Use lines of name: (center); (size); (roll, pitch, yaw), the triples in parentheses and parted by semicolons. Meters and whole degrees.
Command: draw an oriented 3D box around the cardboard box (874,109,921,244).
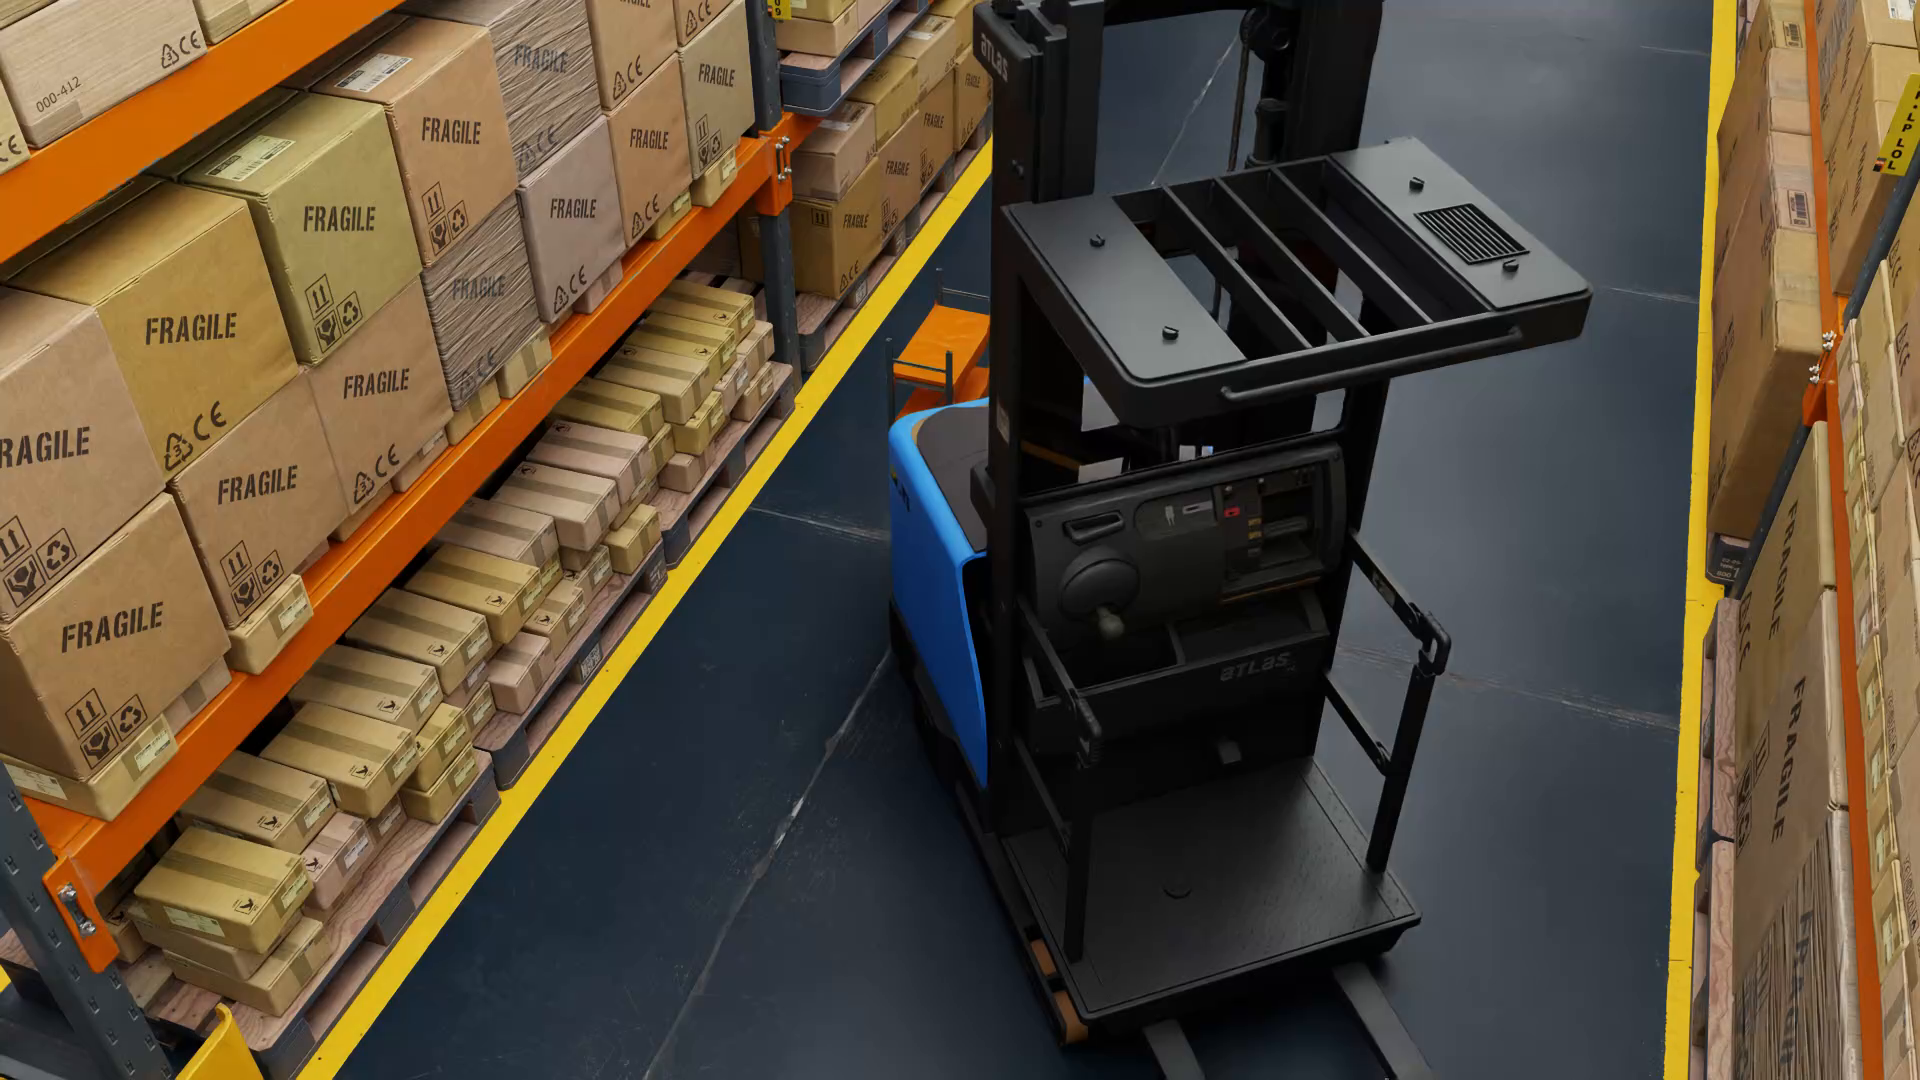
cardboard box: (-0.524, -1.832, 8.188); (0.500, 0.500, 0.500); (15, 43, 17)

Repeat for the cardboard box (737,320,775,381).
cardboard box: (-1.014, -0.834, 7.060); (0.380, 0.149, 0.250); (14, 42, 16)

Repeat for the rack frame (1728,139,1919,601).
rack frame: (3.421, -0.745, 5.313); (1.000, 3.000, 0.127); (13, 42, 15)

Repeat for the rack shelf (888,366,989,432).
rack shelf: (-0.057, -0.474, 6.141); (0.258, 0.148, 0.480); (13, 42, 15)

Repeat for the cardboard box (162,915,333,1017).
cardboard box: (-2.093, 1.208, 4.896); (0.380, 0.149, 0.250); (14, 42, 16)

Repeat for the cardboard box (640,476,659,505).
cardboard box: (-1.421, -0.219, 6.569); (0.380, 0.149, 0.250); (12, 42, 14)

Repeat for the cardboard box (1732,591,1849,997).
cardboard box: (2.812, 0.837, 4.772); (0.875, 0.875, 0.875); (13, 42, 15)

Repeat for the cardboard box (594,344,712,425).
cardboard box: (-1.211, -0.617, 6.576); (0.380, 0.149, 0.250); (13, 42, 15)

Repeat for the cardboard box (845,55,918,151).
cardboard box: (-0.525, -2.119, 7.948); (0.500, 0.250, 0.500); (14, 43, 16)

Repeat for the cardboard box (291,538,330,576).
cardboard box: (-2.004, -0.003, 4.636); (0.380, 0.149, 0.250); (15, 43, 17)

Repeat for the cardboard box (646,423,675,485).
cardboard box: (-1.348, -0.367, 6.513); (0.380, 0.149, 0.250); (14, 42, 15)

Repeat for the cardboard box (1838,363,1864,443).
cardboard box: (2.917, -0.383, 5.081); (0.380, 0.149, 0.250); (12, 42, 14)

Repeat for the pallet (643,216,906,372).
pallet: (-0.941, -1.322, 8.137); (1.003, 0.211, 1.213); (13, 42, 15)

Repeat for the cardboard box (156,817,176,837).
cardboard box: (-2.491, 0.711, 5.021); (0.380, 0.149, 0.250); (14, 42, 16)

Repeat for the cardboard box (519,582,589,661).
cardboard box: (-1.577, 0.262, 6.005); (0.380, 0.149, 0.250); (13, 42, 15)

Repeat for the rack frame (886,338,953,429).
rack frame: (-0.140, -0.207, 6.068); (0.240, 1.200, 0.015); (13, 42, 15)

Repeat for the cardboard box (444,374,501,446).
cardboard box: (-1.669, -0.460, 5.172); (0.380, 0.149, 0.250); (15, 43, 17)

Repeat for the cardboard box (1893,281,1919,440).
cardboard box: (2.841, -0.553, 4.395); (0.500, 0.500, 0.500); (13, 42, 15)

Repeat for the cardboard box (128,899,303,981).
cardboard box: (-2.153, 1.081, 4.816); (0.380, 0.149, 0.250); (15, 43, 17)

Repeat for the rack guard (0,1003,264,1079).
rack guard: (-2.547, 1.436, 4.681); (1.175, 0.500, 0.348); (13, 42, 15)

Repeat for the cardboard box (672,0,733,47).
cardboard box: (-1.112, -2.093, 5.815); (0.500, 0.500, 0.500); (12, 42, 14)

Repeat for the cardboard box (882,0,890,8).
cardboard box: (-0.460, -2.432, 7.160); (0.380, 0.149, 0.250); (14, 42, 15)

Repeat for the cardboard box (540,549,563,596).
cardboard box: (-1.659, 0.105, 5.960); (0.380, 0.149, 0.250); (15, 43, 17)

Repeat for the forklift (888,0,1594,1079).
forklift: (0.703, 0.089, 4.388); (1.130, 2.935, 3.031); (-13, 42, -14)

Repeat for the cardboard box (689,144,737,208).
cardboard box: (-1.069, -1.405, 6.279); (0.380, 0.149, 0.250); (12, 42, 14)

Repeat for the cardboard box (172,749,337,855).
cardboard box: (-2.094, 0.791, 4.926); (0.380, 0.149, 0.250); (14, 42, 16)

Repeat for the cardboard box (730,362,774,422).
cardboard box: (-1.019, -0.668, 7.095); (0.380, 0.149, 0.250); (14, 42, 16)

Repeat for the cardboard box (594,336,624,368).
cardboard box: (-1.632, -0.772, 6.987); (0.380, 0.149, 0.250); (14, 42, 15)

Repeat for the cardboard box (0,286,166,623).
cardboard box: (-2.170, -0.215, 3.614); (0.500, 0.500, 0.500); (13, 42, 15)

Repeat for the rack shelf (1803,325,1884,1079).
rack shelf: (2.737, 0.748, 4.116); (1.077, 0.370, 4.000); (13, 42, 15)

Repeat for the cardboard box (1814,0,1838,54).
cardboard box: (4.021, -2.359, 7.127); (0.500, 0.500, 0.500); (13, 42, 14)

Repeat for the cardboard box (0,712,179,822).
cardboard box: (-2.155, 0.503, 4.043); (0.380, 0.149, 0.250); (13, 42, 15)

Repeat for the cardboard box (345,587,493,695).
cardboard box: (-1.776, 0.329, 5.468); (0.380, 0.149, 0.250); (15, 43, 17)

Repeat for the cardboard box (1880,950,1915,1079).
cardboard box: (2.126, 1.035, 3.419); (0.380, 0.149, 0.250); (14, 42, 16)

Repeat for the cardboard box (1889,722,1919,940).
cardboard box: (2.317, 0.664, 3.547); (0.500, 0.250, 0.500); (12, 42, 14)

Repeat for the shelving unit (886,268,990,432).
shelving unit: (-0.057, -0.355, 6.242); (0.258, 1.200, 0.503); (13, 42, 15)

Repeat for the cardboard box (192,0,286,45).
cardboard box: (-1.831, -1.407, 3.892); (0.500, 0.250, 0.500); (12, 42, 14)

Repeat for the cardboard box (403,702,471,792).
cardboard box: (-1.816, 0.625, 5.350); (0.380, 0.149, 0.250); (15, 43, 16)

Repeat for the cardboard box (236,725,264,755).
cardboard box: (-2.485, 0.641, 5.332); (0.380, 0.149, 0.250); (12, 42, 13)

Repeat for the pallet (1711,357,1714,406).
pallet: (4.029, -0.919, 7.664); (1.003, 0.211, 1.213); (13, 42, 15)

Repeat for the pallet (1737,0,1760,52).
pallet: (5.476, -3.342, 10.505); (1.003, 0.211, 1.213); (13, 42, 15)

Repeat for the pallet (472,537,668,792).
pallet: (-1.817, 0.317, 6.216); (1.003, 0.211, 1.213); (13, 42, 15)

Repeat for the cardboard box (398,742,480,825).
cardboard box: (-1.812, 0.746, 5.438); (0.380, 0.149, 0.250); (14, 42, 16)

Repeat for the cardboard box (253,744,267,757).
cardboard box: (-2.425, 0.768, 5.412); (0.380, 0.149, 0.250); (13, 42, 15)

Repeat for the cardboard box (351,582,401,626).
cardboard box: (-2.215, 0.170, 5.884); (0.380, 0.149, 0.250); (15, 43, 17)

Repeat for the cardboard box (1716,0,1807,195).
cardboard box: (4.533, -2.120, 8.238); (1.225, 0.875, 0.875); (11, 42, 13)

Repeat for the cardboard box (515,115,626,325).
cardboard box: (-1.455, -1.082, 5.401); (0.500, 0.500, 0.500); (13, 42, 15)

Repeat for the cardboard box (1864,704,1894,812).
cardboard box: (2.388, 0.567, 3.968); (0.380, 0.149, 0.250); (14, 42, 16)

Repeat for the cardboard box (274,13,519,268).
cardboard box: (-1.634, -1.148, 4.708); (0.500, 0.500, 0.500); (12, 42, 14)

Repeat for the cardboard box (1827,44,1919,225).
cardboard box: (3.500, -1.430, 6.037); (0.500, 0.500, 0.500); (15, 43, 16)

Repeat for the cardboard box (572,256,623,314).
cardboard box: (-1.393, -0.931, 5.724); (0.380, 0.149, 0.250); (12, 42, 13)

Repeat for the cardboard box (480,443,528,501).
cardboard box: (-1.893, -0.289, 6.421); (0.380, 0.149, 0.250); (15, 43, 17)

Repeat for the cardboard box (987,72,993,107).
cardboard box: (0.002, -2.781, 9.301); (0.500, 0.500, 0.500); (15, 43, 17)

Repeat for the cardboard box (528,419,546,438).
cardboard box: (-1.776, -0.561, 6.511); (0.380, 0.149, 0.250); (12, 42, 14)

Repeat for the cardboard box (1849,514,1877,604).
cardboard box: (2.652, 0.095, 4.522); (0.380, 0.149, 0.250); (13, 42, 14)

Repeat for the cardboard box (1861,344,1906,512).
cardboard box: (2.839, -0.271, 4.643); (0.500, 0.250, 0.500); (13, 42, 15)

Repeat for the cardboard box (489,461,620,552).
cardboard box: (-1.460, -0.123, 5.997); (0.380, 0.149, 0.250); (12, 42, 14)

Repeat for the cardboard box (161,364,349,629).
cardboard box: (-2.001, -0.164, 4.325); (0.500, 0.500, 0.500); (13, 42, 15)

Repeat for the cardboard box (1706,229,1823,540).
cardboard box: (3.621, -0.492, 6.329); (1.225, 0.875, 0.875); (13, 42, 15)
